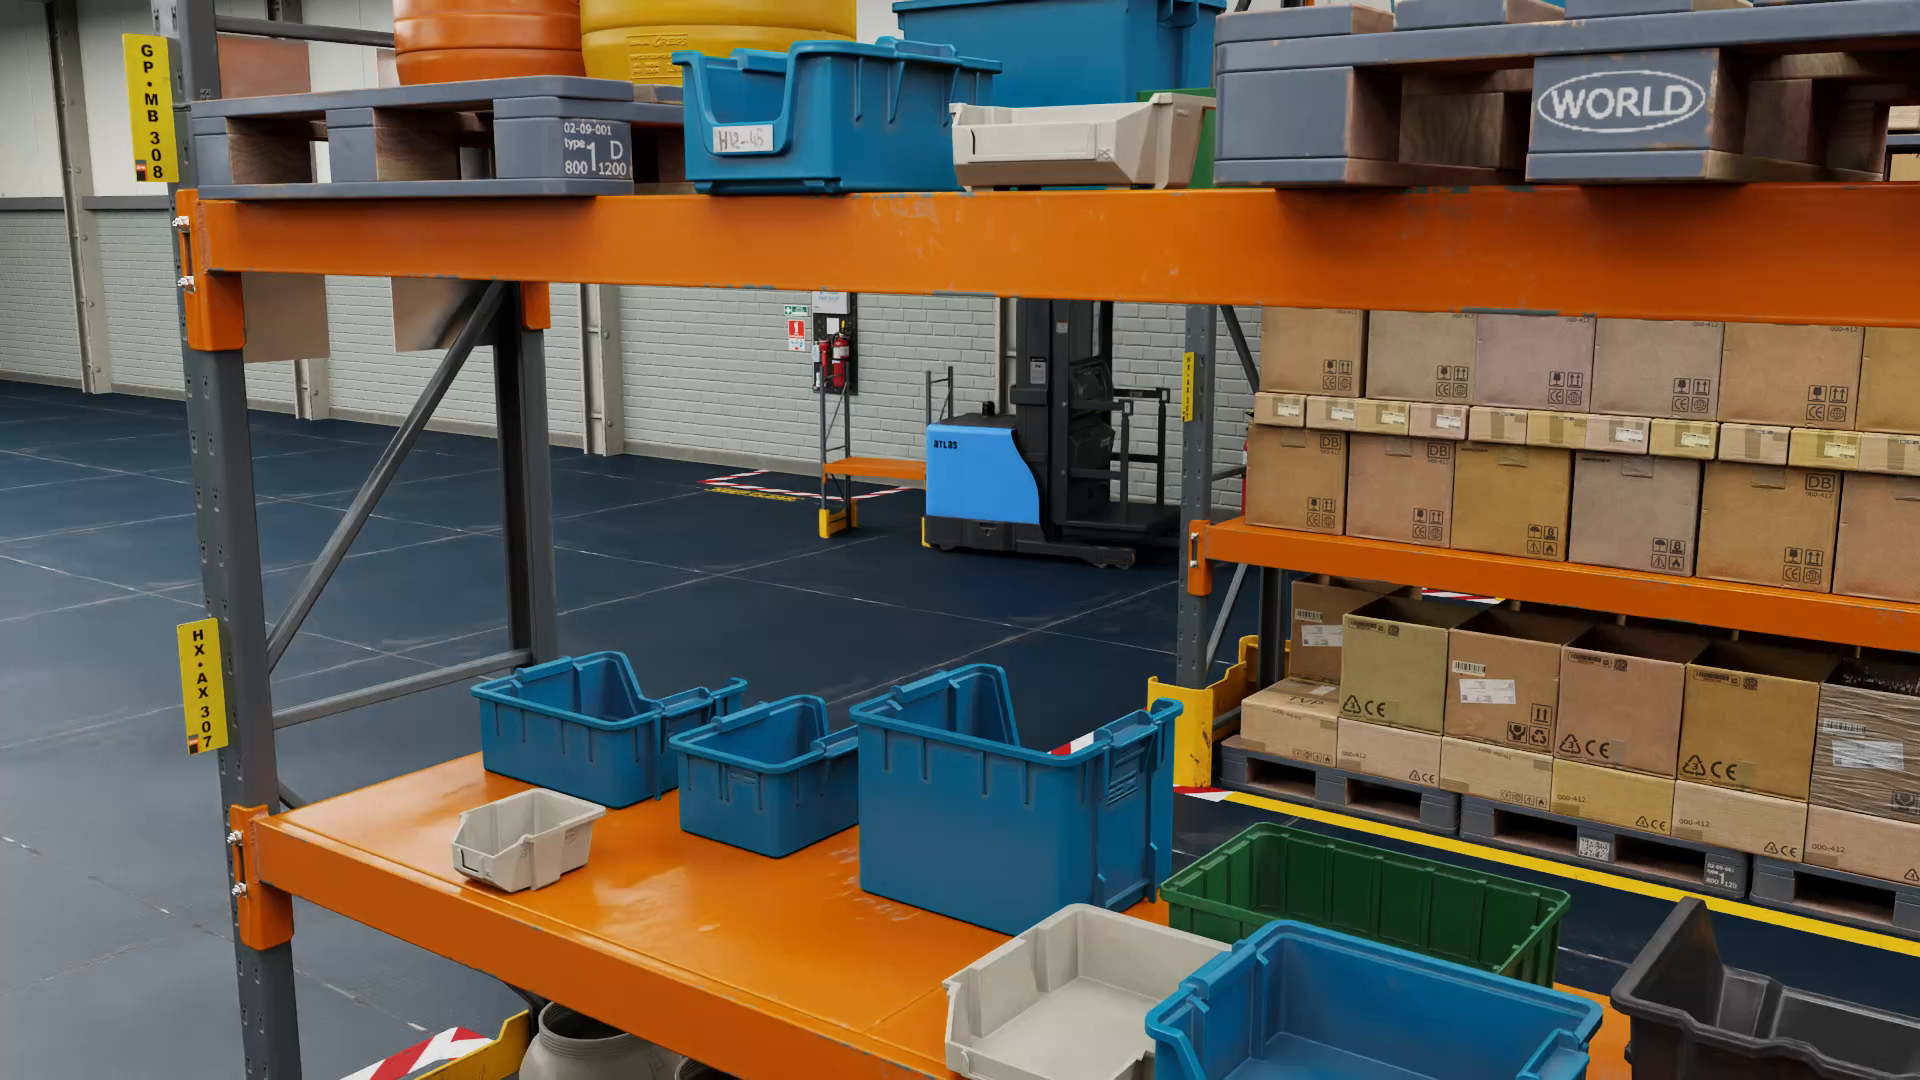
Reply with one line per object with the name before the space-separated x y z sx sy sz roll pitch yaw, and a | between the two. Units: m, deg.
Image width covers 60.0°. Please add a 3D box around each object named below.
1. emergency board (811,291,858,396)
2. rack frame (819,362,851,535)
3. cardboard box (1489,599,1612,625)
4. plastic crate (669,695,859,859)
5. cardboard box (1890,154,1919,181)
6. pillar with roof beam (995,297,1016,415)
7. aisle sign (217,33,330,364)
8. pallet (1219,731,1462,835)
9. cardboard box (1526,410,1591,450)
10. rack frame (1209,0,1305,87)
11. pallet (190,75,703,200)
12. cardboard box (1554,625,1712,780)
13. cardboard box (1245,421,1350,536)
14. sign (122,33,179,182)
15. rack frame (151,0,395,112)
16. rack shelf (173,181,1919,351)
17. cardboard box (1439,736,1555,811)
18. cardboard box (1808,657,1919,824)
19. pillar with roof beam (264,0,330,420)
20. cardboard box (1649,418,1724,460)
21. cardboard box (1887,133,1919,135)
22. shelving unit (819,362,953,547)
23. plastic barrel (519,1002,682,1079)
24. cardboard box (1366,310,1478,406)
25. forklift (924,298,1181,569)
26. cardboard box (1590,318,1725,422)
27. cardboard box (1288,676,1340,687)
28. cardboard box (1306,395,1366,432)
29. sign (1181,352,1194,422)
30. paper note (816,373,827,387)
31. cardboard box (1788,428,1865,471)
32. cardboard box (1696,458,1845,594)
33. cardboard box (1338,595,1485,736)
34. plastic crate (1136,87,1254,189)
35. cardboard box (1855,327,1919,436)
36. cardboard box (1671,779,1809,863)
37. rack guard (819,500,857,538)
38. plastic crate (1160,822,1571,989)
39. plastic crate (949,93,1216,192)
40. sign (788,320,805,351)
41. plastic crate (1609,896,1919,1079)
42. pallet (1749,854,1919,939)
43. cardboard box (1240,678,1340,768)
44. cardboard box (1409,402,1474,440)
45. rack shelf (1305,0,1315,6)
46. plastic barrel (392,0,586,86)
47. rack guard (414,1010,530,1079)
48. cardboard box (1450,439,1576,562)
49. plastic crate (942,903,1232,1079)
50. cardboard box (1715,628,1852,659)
emergency board | -1.383 -2.119 17.588 0.643 1.169 0.194 8 13 36
rack frame | -1.104 -0.808 14.757 0.032 1.500 0.500 5 12 23
cardboard box | 2.840 0.552 7.939 0.500 0.500 0.500 8 13 36
plastic crate | -0.418 0.567 4.095 0.408 0.251 0.499 8 13 36
cardboard box | 6.147 -2.324 10.430 0.500 0.500 0.500 7 13 33
pillar with roof beam | -1.962 -4.122 12.145 0.400 9.000 9.100 8 13 36
aisle sign | -1.750 -0.830 4.080 0.004 0.787 0.394 8 13 36
pallet | 2.058 1.100 8.288 1.213 0.211 1.003 8 13 36
cardboard box | 2.645 -0.495 7.218 0.250 0.149 0.380 8 13 35
rack frame | 1.416 -3.294 7.865 0.127 3.000 1.000 8 13 36
pallet | -0.910 -0.863 3.692 1.213 0.211 1.003 8 13 36
cardboard box | 2.925 0.690 7.223 0.500 0.500 0.500 8 13 36
cardboard box | 1.785 -0.343 8.144 0.500 0.500 0.700 8 14 36
sign | -1.848 -0.984 3.799 0.005 0.325 0.100 8 13 36
rack frame | -1.518 -2.536 3.947 0.127 3.000 1.000 8 13 36
rack shelf | 0.094 -0.485 3.138 4.000 0.370 1.077 8 13 36
cardboard box | 2.525 1.001 7.590 0.500 0.250 0.500 8 13 36
cardboard box | 3.741 0.800 6.657 0.500 0.500 0.500 8 13 36
pillar with roof beam | -11.634 -5.471 19.119 0.400 9.000 9.100 8 13 36
cardboard box | 3.056 -0.437 6.919 0.250 0.149 0.380 8 14 37
cardboard box | 3.955 -1.761 6.596 0.500 0.311 0.500 7 13 32
shelving unit | -0.631 -0.768 14.551 1.083 1.500 0.587 5 12 23
plastic barrel | -0.943 1.487 4.392 0.421 0.512 0.421 0 11 0
cardboard box | 2.255 -0.916 7.689 0.500 0.500 0.700 8 13 34
forklift | 1.263 -1.318 13.626 3.031 2.935 1.130 5 12 23
cardboard box | 3.066 -0.803 7.105 0.500 0.500 0.700 8 14 36
cardboard box | 2.024 0.810 8.578 0.500 0.250 0.500 8 13 36
cardboard box | 1.820 -0.610 7.814 0.250 0.149 0.380 8 13 34
sign | 1.083 -0.728 7.909 0.005 0.325 0.100 8 13 36
paper note | -1.485 -1.717 17.829 0.142 0.148 0.016 8 13 36
cardboard box | 3.475 -0.379 6.620 0.250 0.149 0.380 8 13 35
cardboard box | 3.448 -0.112 6.950 0.500 0.500 0.700 8 14 36
cardboard box | 2.121 0.577 7.808 0.500 0.500 0.500 8 13 36
plastic crate | 0.595 -0.729 3.060 0.450 0.188 0.336 8 13 36
cardboard box | 3.871 -0.691 6.523 0.500 0.500 0.700 8 13 35
cardboard box | 3.329 1.114 7.005 0.500 0.250 0.500 8 13 36
rack guard | -1.086 -0.193 14.868 0.087 0.250 0.587 5 12 23
plastic crate | 0.779 0.767 3.225 0.662 0.188 0.450 8 13 36
plastic crate | 0.173 -0.603 2.546 0.396 0.136 0.243 8 13 36
sign | -1.768 -2.215 17.987 0.234 0.329 0.001 8 13 36
plastic crate | 1.359 0.811 2.603 0.504 0.338 0.767 8 13 36
pallet | 4.024 1.374 6.870 1.213 0.211 1.003 8 13 36
cardboard box | 1.717 0.889 8.168 0.500 0.250 0.500 8 13 36
cardboard box | 2.222 -0.553 7.519 0.250 0.149 0.380 8 13 35
rack shelf | 3.029 -2.520 6.809 4.000 0.370 1.077 8 13 36
plastic barrel | -1.052 -1.445 3.970 0.708 0.830 0.600 8 13 36
rack guard | -1.429 1.638 4.748 0.348 0.500 1.175 8 13 36
cardboard box | 2.608 -0.228 7.549 0.500 0.500 0.700 8 14 36
plastic crate | 0.247 0.845 2.961 0.437 0.136 0.530 8 13 36
cardboard box | 3.646 0.664 7.359 0.500 0.500 0.500 8 13 36
